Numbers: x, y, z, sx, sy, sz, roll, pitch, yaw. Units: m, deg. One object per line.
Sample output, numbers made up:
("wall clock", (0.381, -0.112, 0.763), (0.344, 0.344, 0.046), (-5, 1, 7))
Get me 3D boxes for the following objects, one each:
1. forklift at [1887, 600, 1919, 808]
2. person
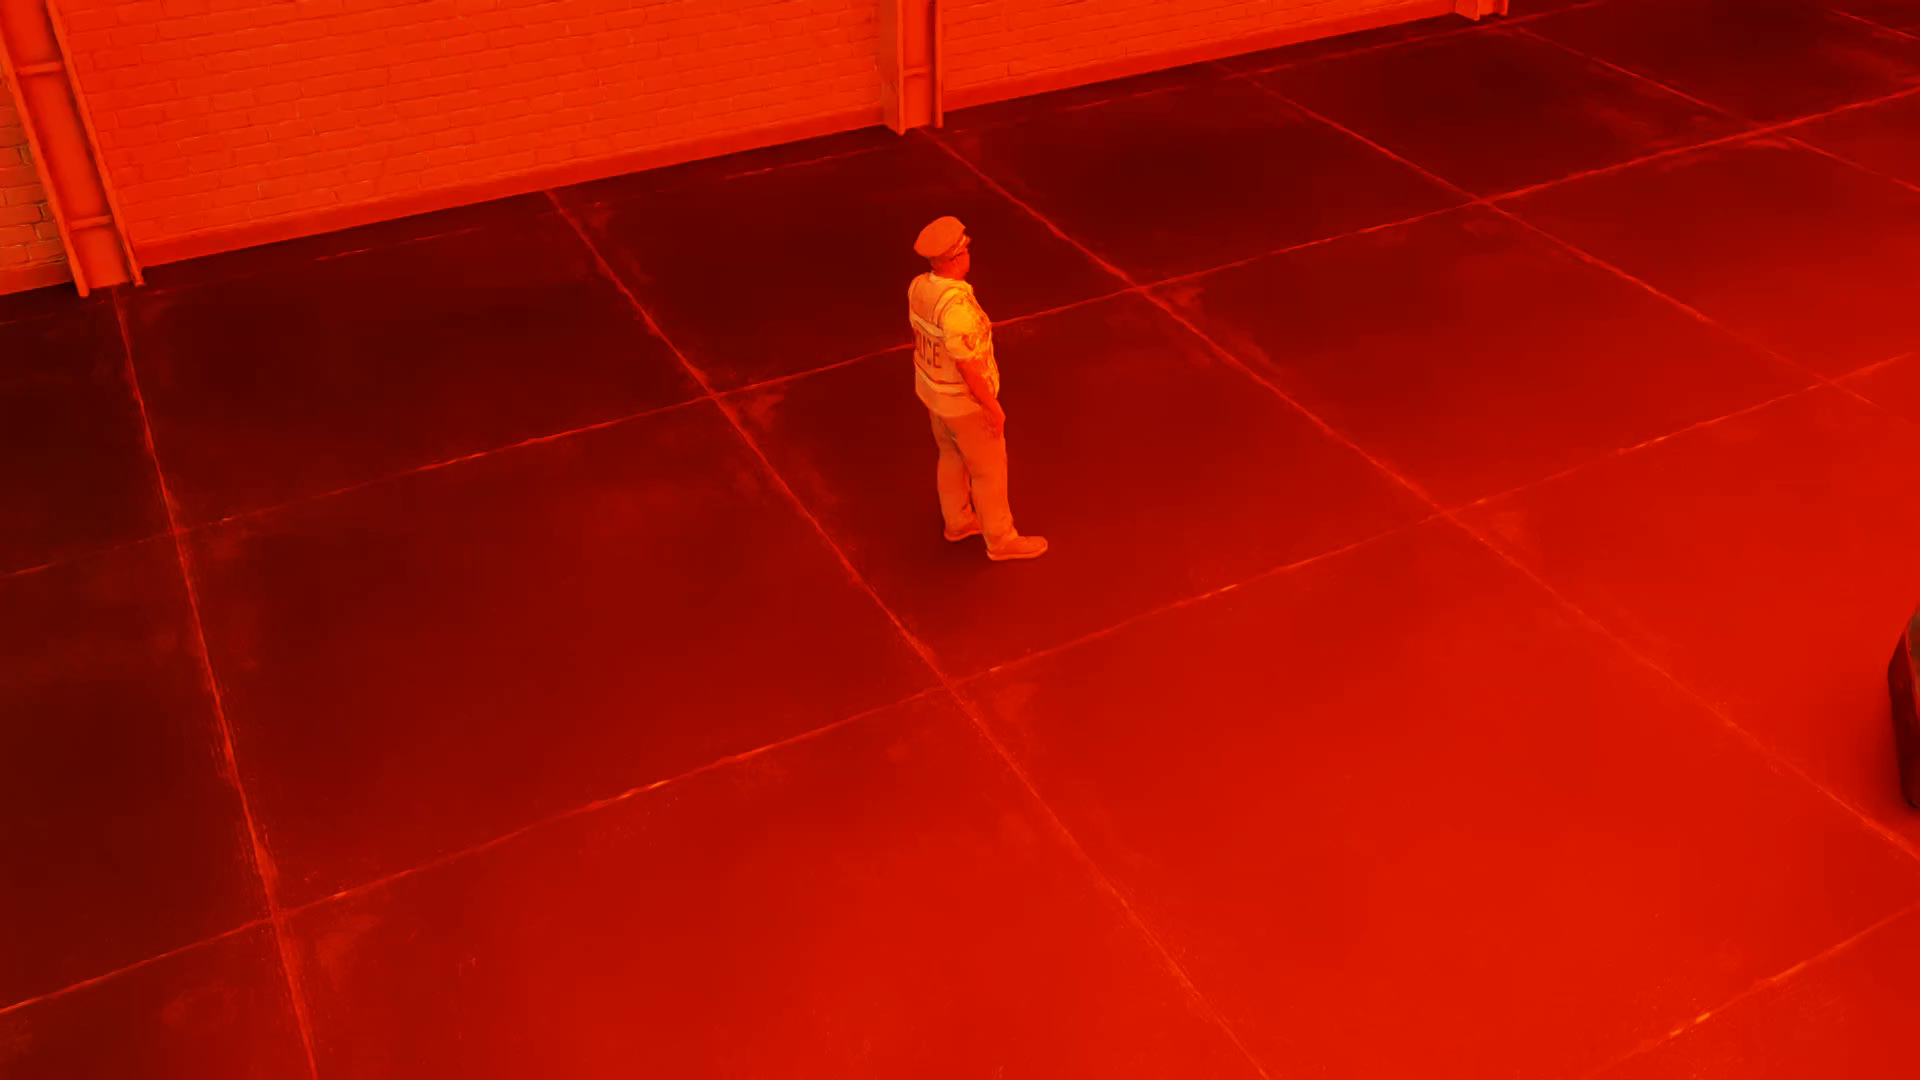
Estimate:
("forklift", (5.558, -0.002, 6.126), (3.031, 2.935, 1.130), (12, 37, 16))
("person", (0.074, -0.749, 8.165), (0.574, 1.781, 0.640), (-17, 39, -23))
